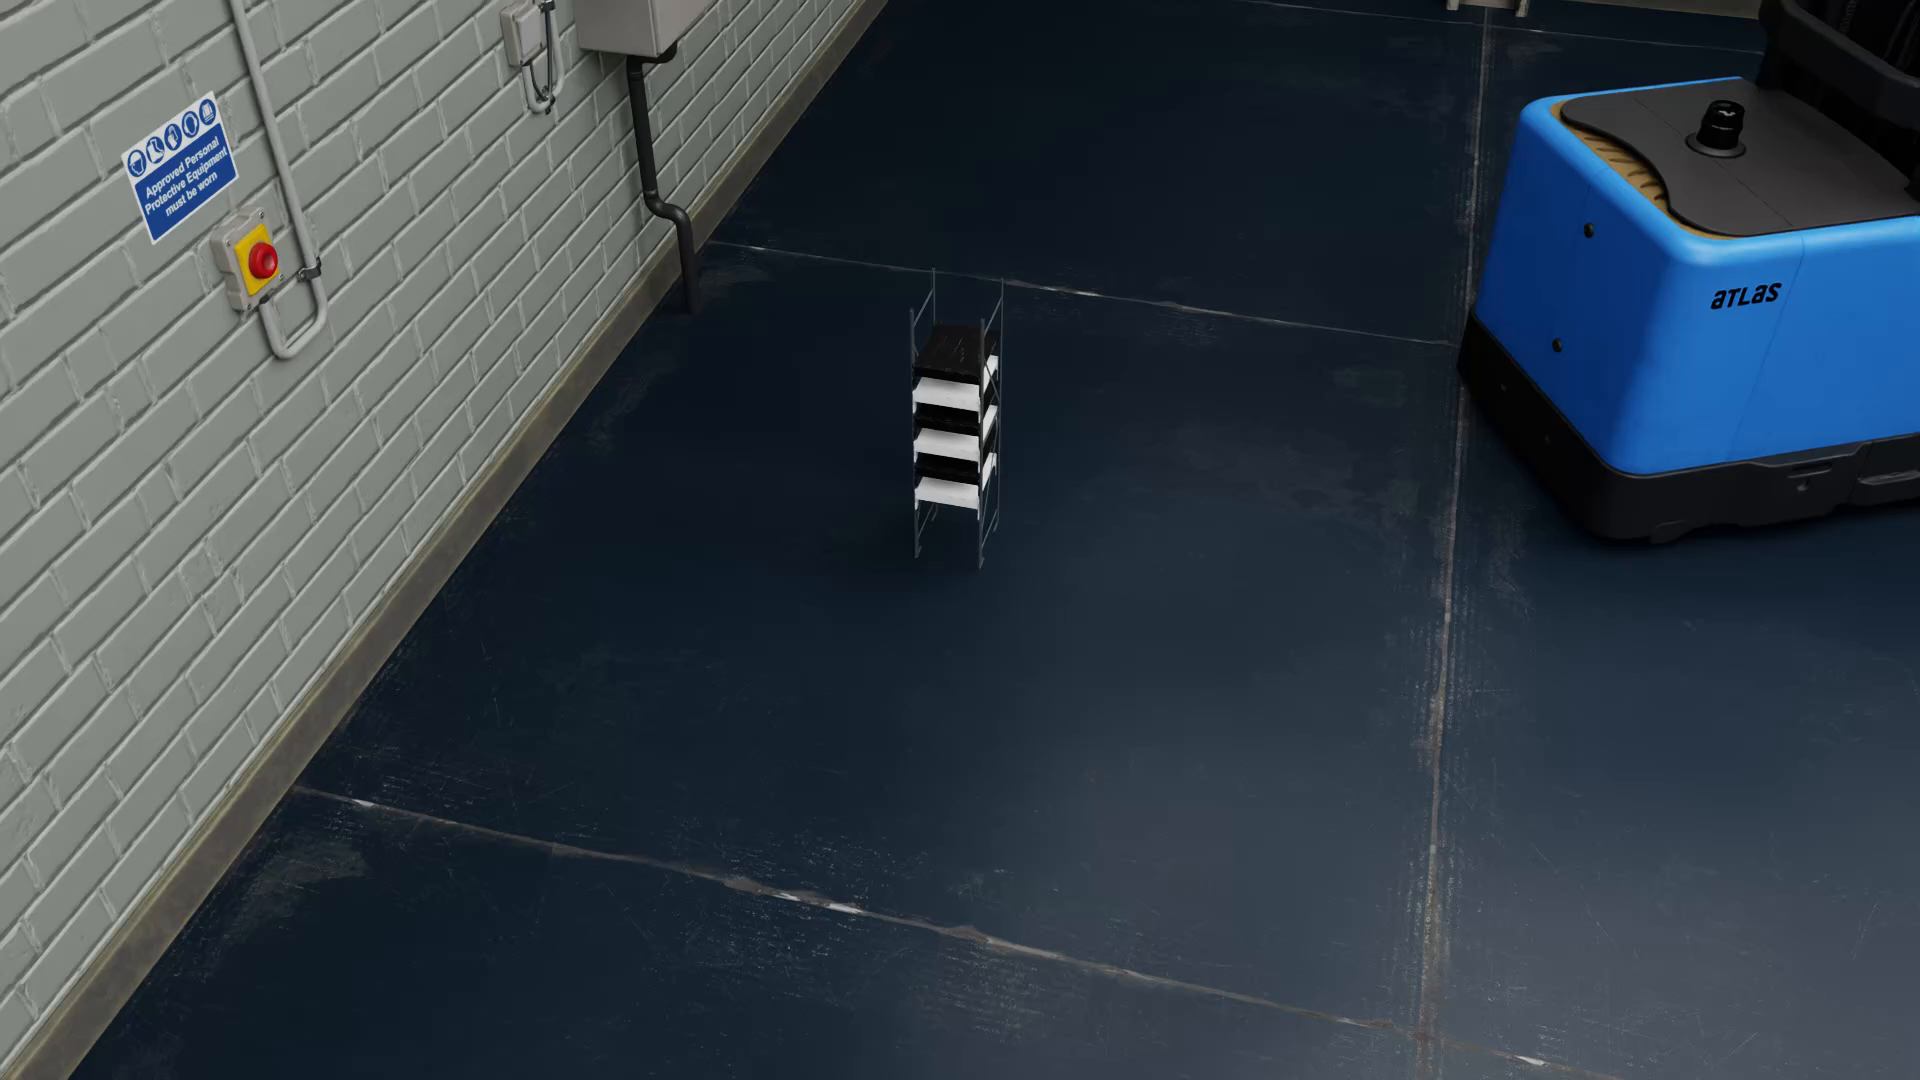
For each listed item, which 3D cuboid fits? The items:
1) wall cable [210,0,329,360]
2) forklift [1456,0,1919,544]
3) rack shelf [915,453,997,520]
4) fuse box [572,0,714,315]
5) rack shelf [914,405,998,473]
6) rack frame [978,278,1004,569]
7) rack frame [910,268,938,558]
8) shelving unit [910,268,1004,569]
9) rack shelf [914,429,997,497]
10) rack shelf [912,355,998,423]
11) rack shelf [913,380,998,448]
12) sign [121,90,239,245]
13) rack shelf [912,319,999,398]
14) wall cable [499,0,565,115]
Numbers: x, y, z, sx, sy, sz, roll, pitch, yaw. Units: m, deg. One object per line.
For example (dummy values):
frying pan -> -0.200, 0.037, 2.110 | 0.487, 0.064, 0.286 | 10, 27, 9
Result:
wall cable -> -1.655, -1.147, 3.469 | 0.123, 1.953, 0.585 | 10, 41, 11
forklift -> 3.320, -1.609, 4.887 | 3.031, 2.935, 1.130 | -9, 41, -10
rack shelf -> -0.008, -0.183, 5.099 | 0.200, 0.077, 0.258 | 10, 41, 11
fuse box -> -0.971, -1.533, 5.745 | 0.414, 1.711, 0.539 | 10, 41, 11
rack shelf -> -0.008, -0.320, 4.984 | 0.200, 0.077, 0.258 | 10, 41, 11
rack frame -> 0.090, -0.329, 4.942 | 0.006, 0.900, 0.240 | 10, 41, 11
rack frame -> -0.106, -0.363, 4.982 | 0.006, 0.900, 0.240 | 10, 41, 11
shelving unit -> -0.008, -0.346, 4.962 | 0.210, 0.900, 0.258 | 10, 41, 11
rack shelf -> -0.008, -0.252, 5.042 | 0.200, 0.077, 0.258 | 10, 41, 11
rack shelf -> -0.008, -0.458, 4.868 | 0.200, 0.077, 0.258 | 10, 41, 11
rack shelf -> -0.008, -0.389, 4.926 | 0.200, 0.077, 0.258 | 10, 41, 11
sign -> -1.727, -0.829, 3.695 | 0.001, 0.218, 0.327 | 10, 41, 11
rack shelf -> -0.008, -0.527, 4.810 | 0.200, 0.077, 0.258 | 10, 41, 11
wall cable -> -1.300, -2.018, 4.530 | 0.122, 1.984, 0.588 | 10, 41, 11
